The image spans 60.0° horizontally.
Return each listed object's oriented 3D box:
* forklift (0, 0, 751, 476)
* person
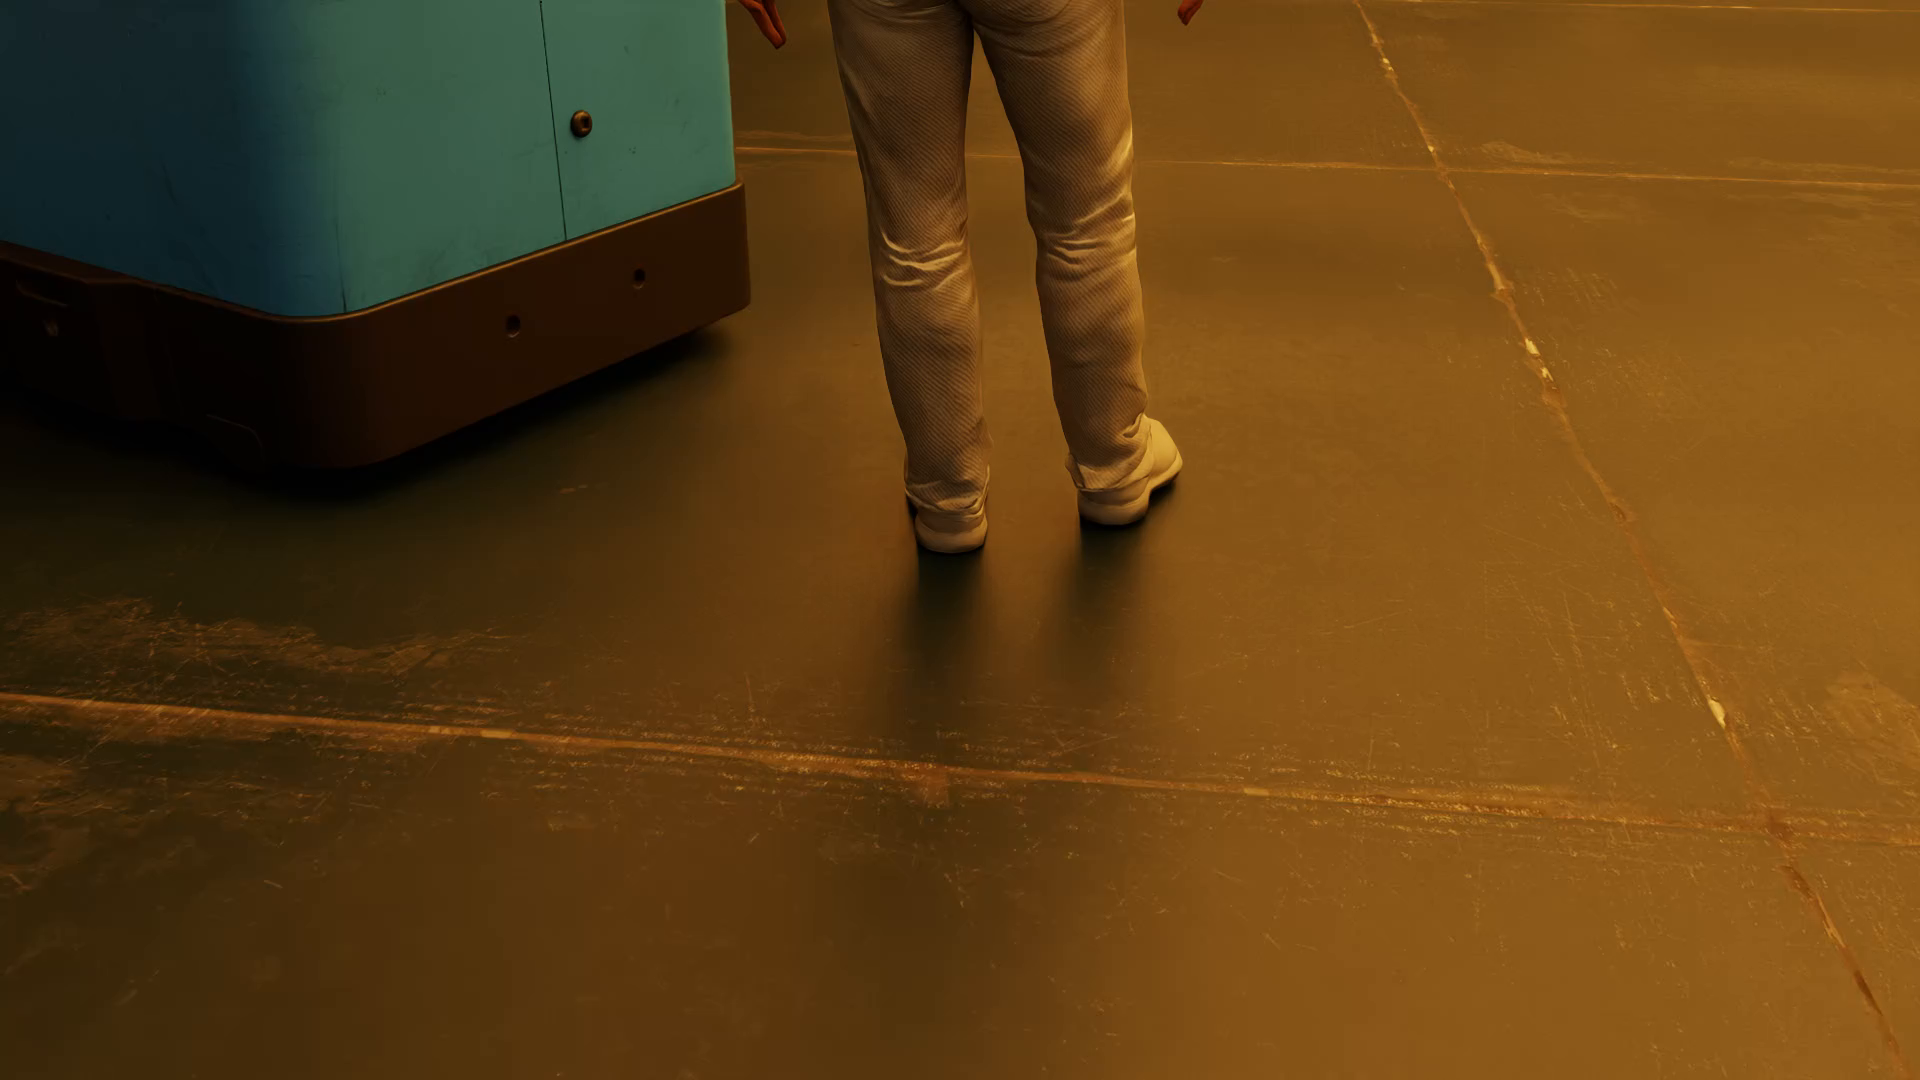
[{"bbox_3d":[-1.929,-1.899,3.024,3.031,2.935,1.130,16,31,29],"label":"forklift"},{"bbox_3d":[0.014,-0.827,2.165,0.665,1.769,0.574,3,27,7],"label":"person"}]
